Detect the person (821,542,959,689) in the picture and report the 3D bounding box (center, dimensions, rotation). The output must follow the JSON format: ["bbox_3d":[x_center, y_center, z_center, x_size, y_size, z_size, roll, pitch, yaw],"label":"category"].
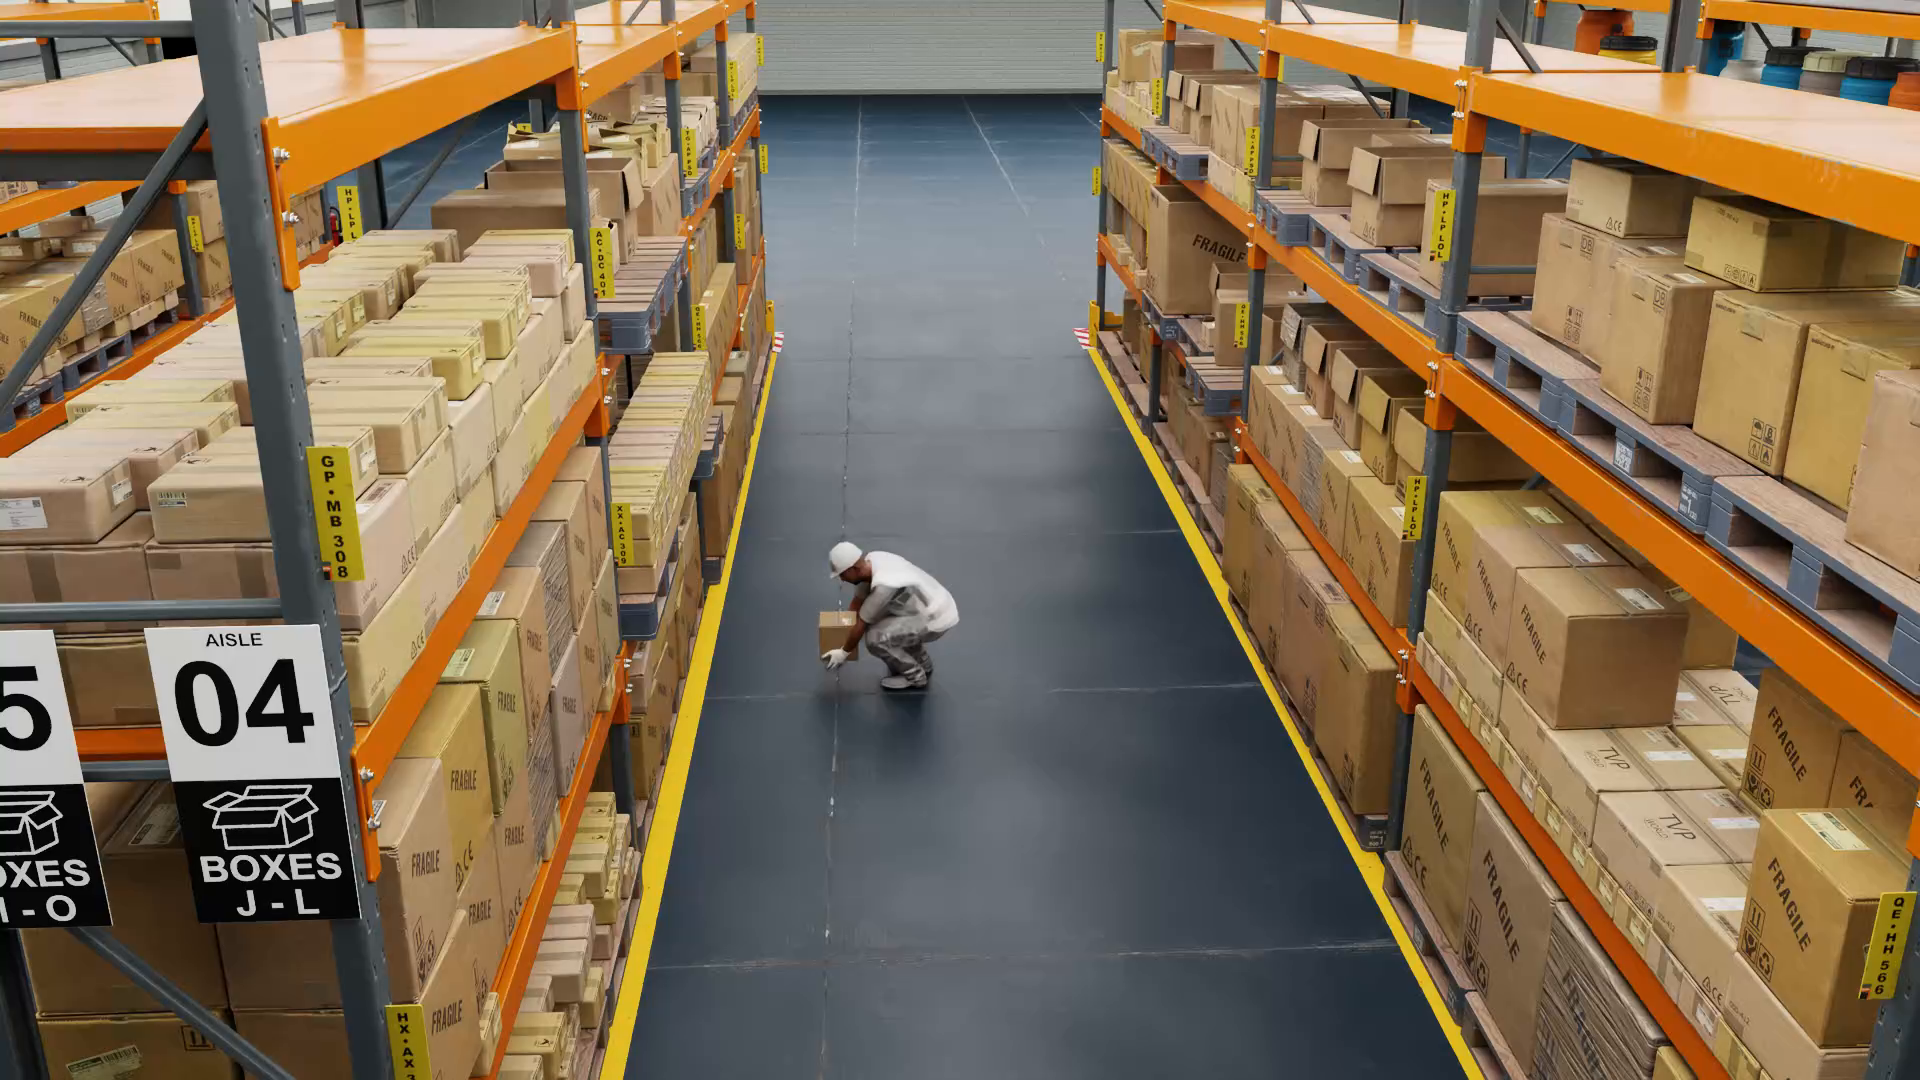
[{"bbox_3d":[-0.462,0.471,10.906,0.907,1.006,0.563,-1,20,-4],"label":"person"}]
